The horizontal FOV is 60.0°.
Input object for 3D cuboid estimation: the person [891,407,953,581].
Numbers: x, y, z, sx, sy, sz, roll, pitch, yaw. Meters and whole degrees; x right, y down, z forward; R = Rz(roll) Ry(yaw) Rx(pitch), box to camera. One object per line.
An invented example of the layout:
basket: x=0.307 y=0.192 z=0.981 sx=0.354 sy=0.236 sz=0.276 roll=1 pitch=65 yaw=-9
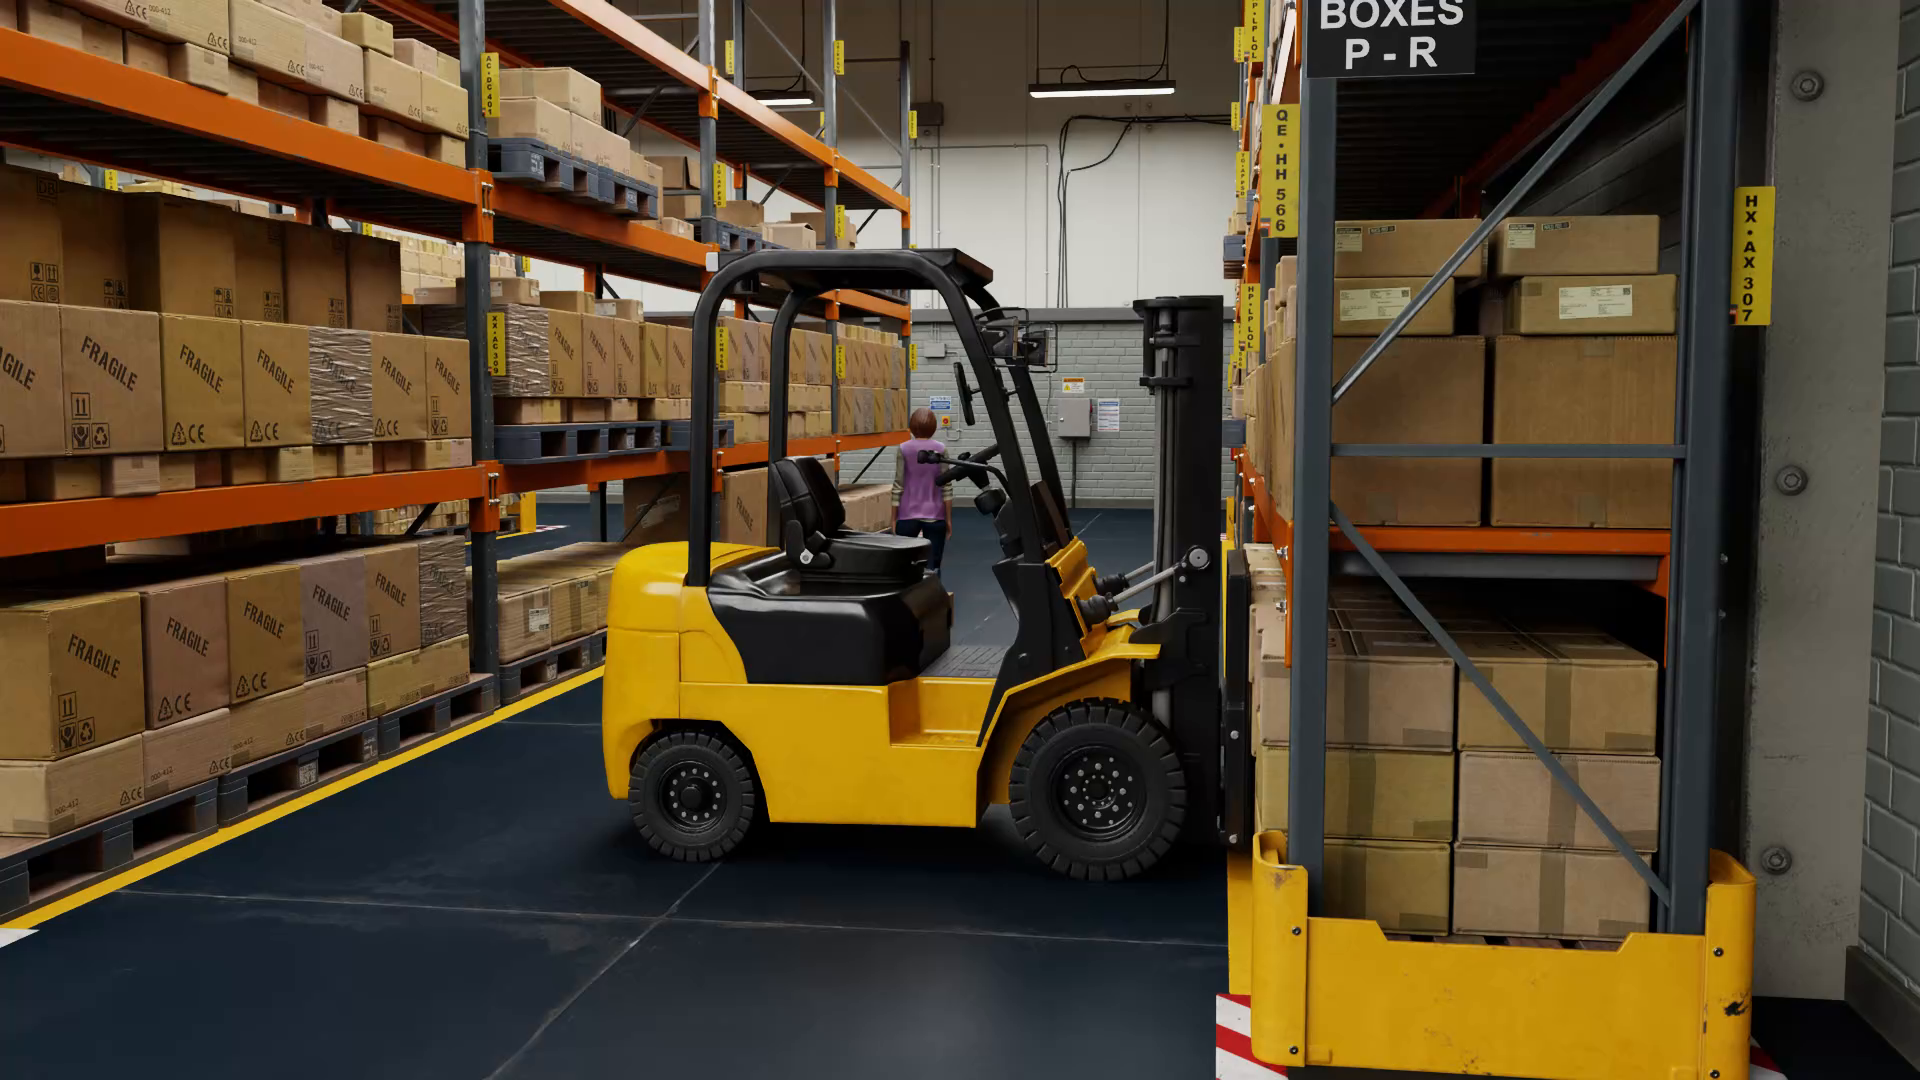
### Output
person: x=-0.266 y=-0.133 z=11.618 sx=0.433 sy=1.594 sz=0.517 roll=0 pitch=5 yaw=-2
